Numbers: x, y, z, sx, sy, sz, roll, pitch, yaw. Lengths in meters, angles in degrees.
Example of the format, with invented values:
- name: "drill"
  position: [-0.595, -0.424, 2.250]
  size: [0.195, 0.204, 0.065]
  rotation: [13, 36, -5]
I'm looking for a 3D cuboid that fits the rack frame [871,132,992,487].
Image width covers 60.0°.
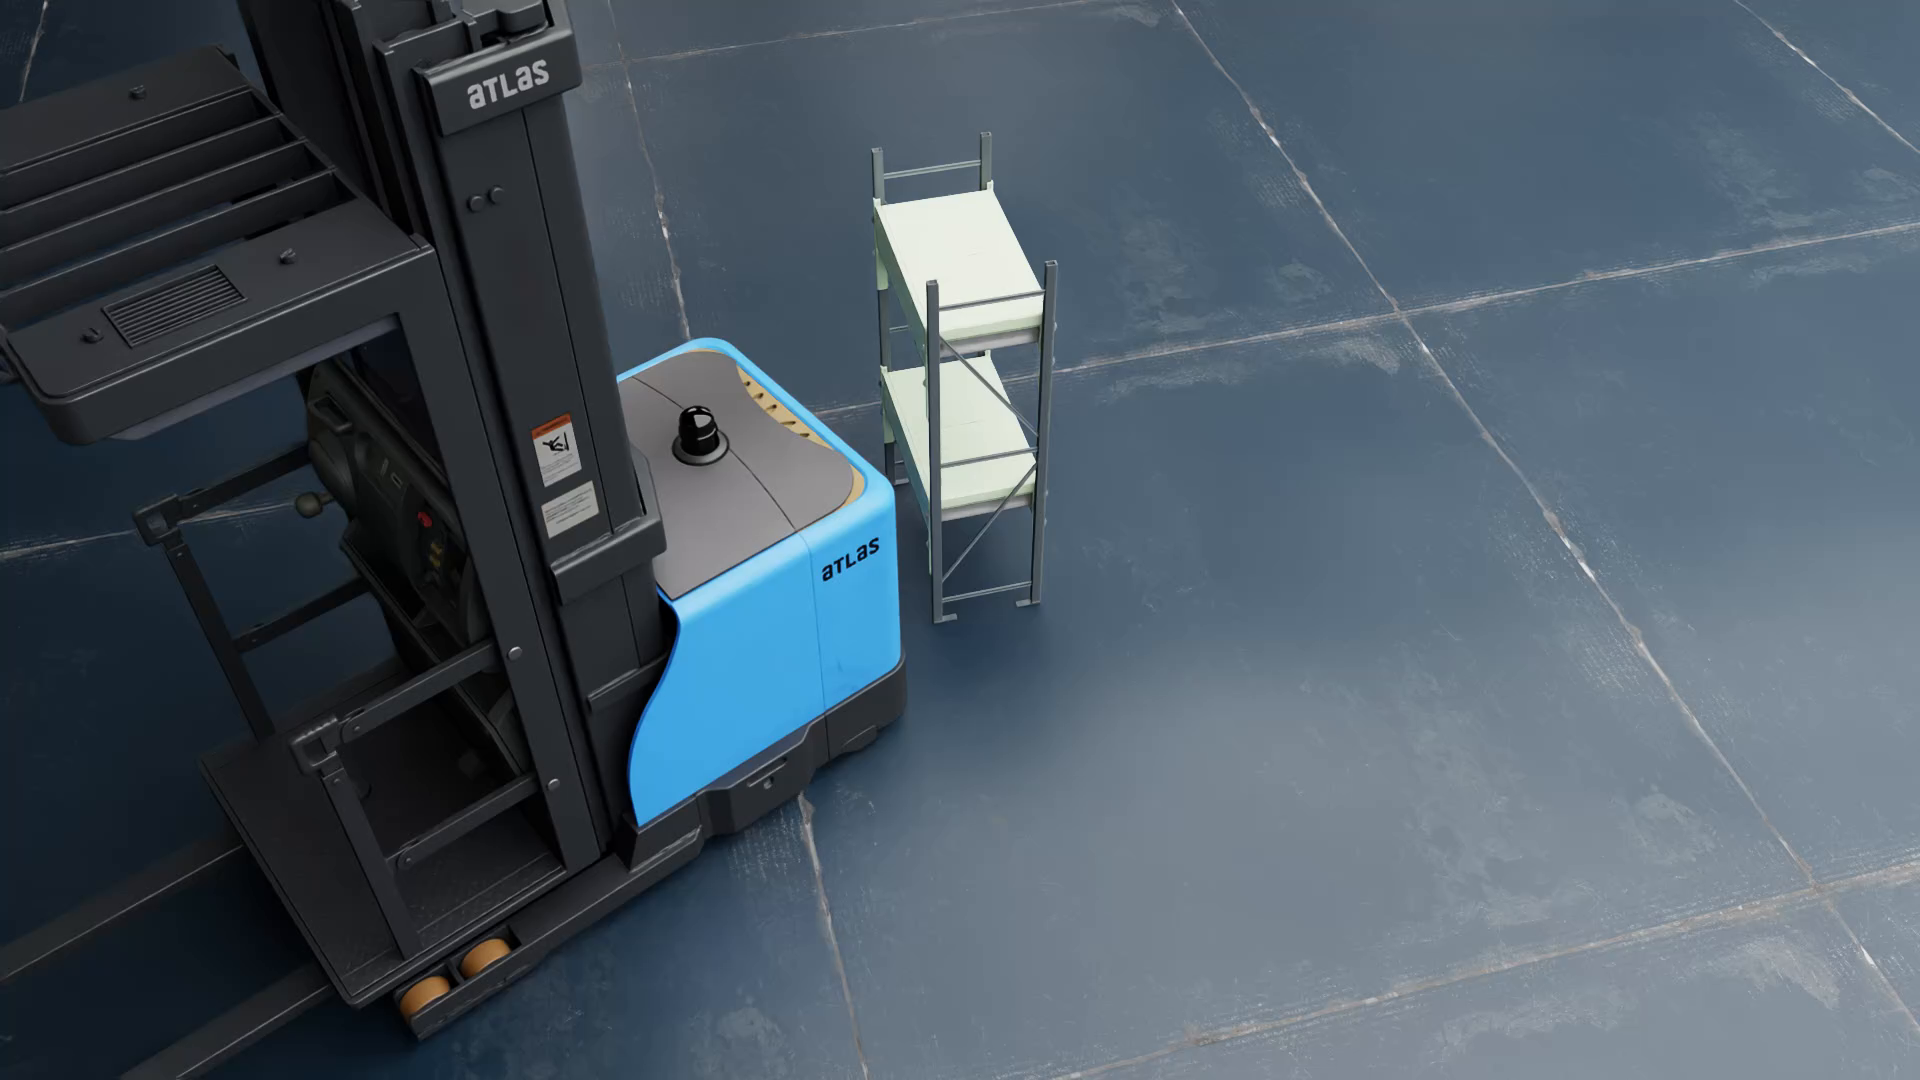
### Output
- name: "rack frame"
  position: [-0.092, -0.773, 5.957]
  size: [0.400, 1.500, 0.023]
  rotation: [-11, 47, -10]

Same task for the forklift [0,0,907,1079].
- name: "forklift"
  position: [-1.636, -0.023, 4.221]
  size: [3.031, 2.935, 1.130]
  rotation: [-31, 53, -27]

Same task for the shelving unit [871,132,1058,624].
- name: "shelving unit"
  position: [0.002, -0.520, 5.710]
  size: [0.431, 1.500, 0.755]
  rotation: [-11, 47, -10]

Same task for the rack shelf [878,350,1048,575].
- name: "rack shelf"
  position: [0.002, -0.292, 5.943]
  size: [0.431, 0.370, 0.720]
  rotation: [-11, 47, -10]

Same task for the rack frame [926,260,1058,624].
- name: "rack frame"
  position: [0.095, -0.268, 5.462]
  size: [0.400, 1.500, 0.023]
  rotation: [-11, 47, -10]

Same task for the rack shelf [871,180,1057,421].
- name: "rack shelf"
  position: [0.002, -0.793, 5.431]
  size: [0.431, 0.370, 0.720]
  rotation: [-11, 47, -10]
